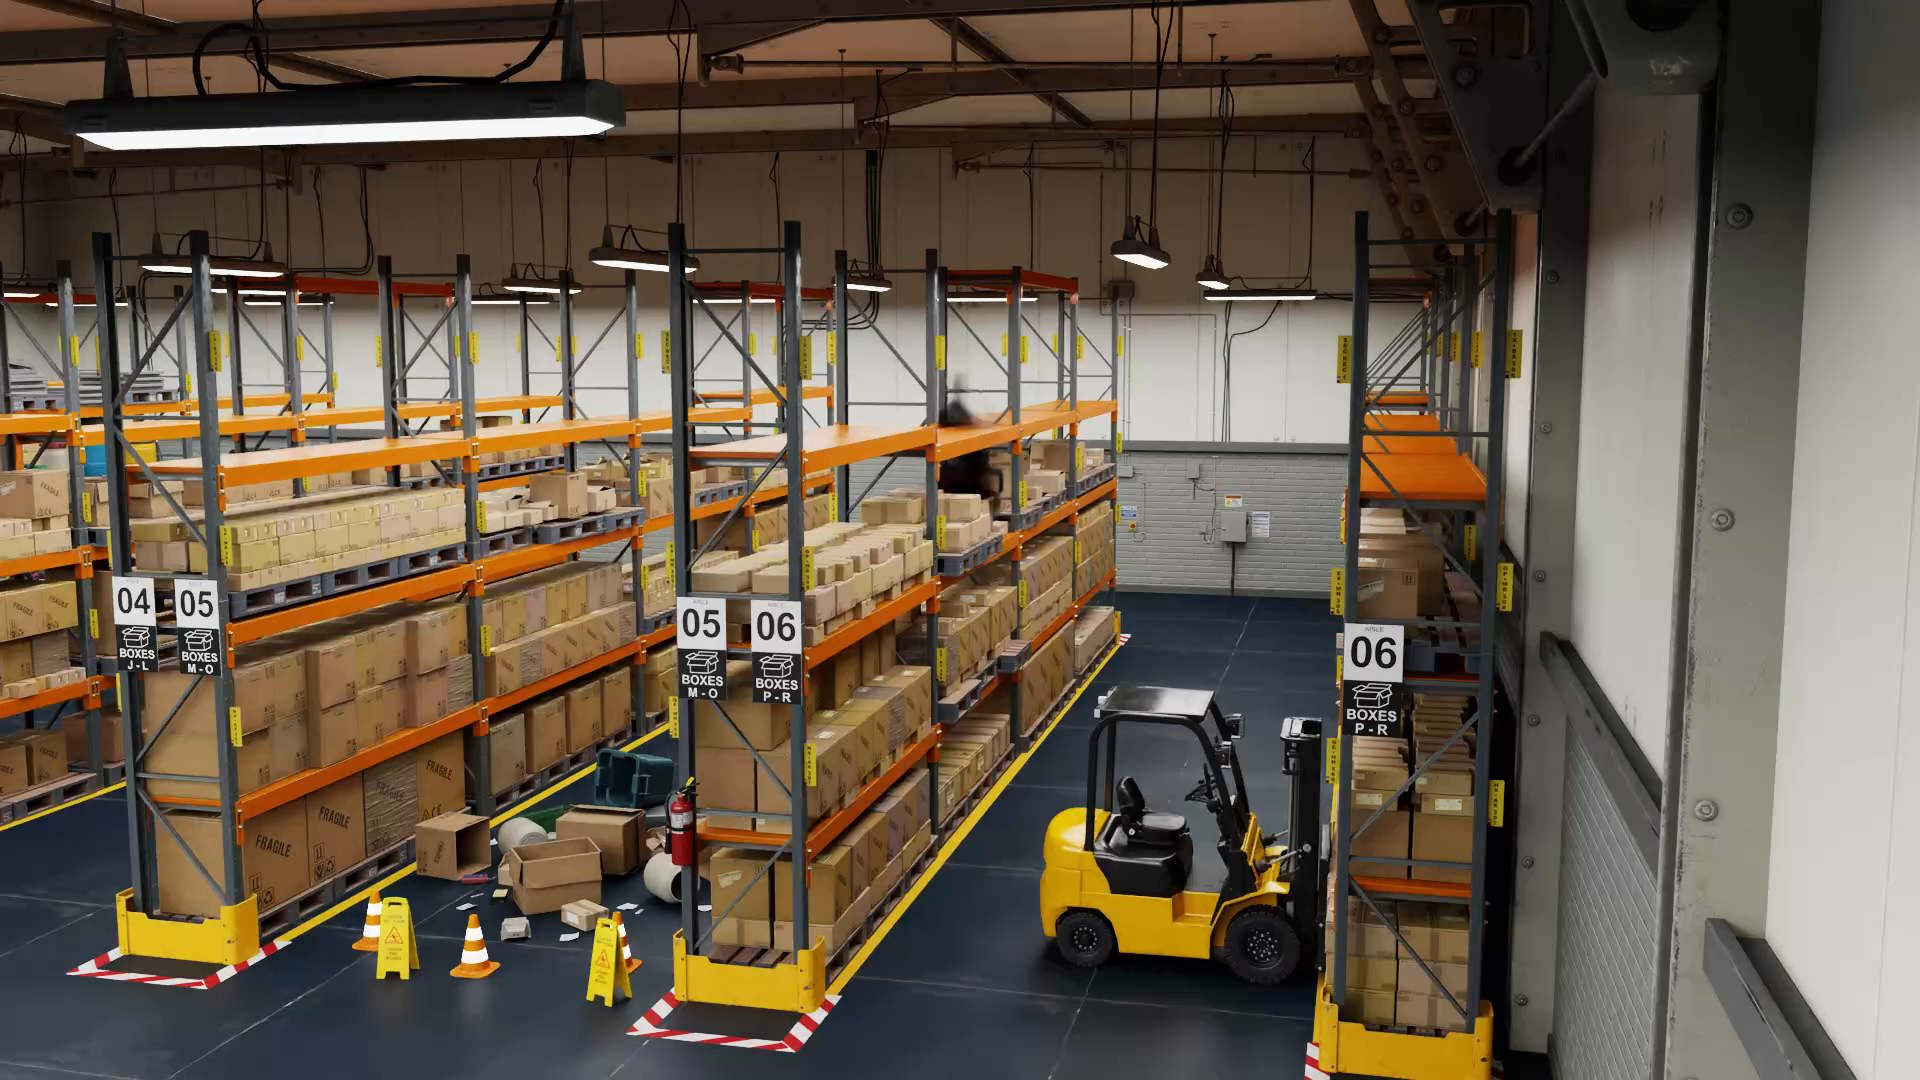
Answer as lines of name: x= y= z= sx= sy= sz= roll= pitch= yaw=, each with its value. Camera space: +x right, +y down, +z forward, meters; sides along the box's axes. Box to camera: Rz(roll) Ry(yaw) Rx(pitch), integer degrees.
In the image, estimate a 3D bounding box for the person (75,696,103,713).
person: x=-11.574 y=1.658 z=21.908 sx=0.637 sy=1.783 sz=0.779 roll=1 pitch=7 yaw=11
